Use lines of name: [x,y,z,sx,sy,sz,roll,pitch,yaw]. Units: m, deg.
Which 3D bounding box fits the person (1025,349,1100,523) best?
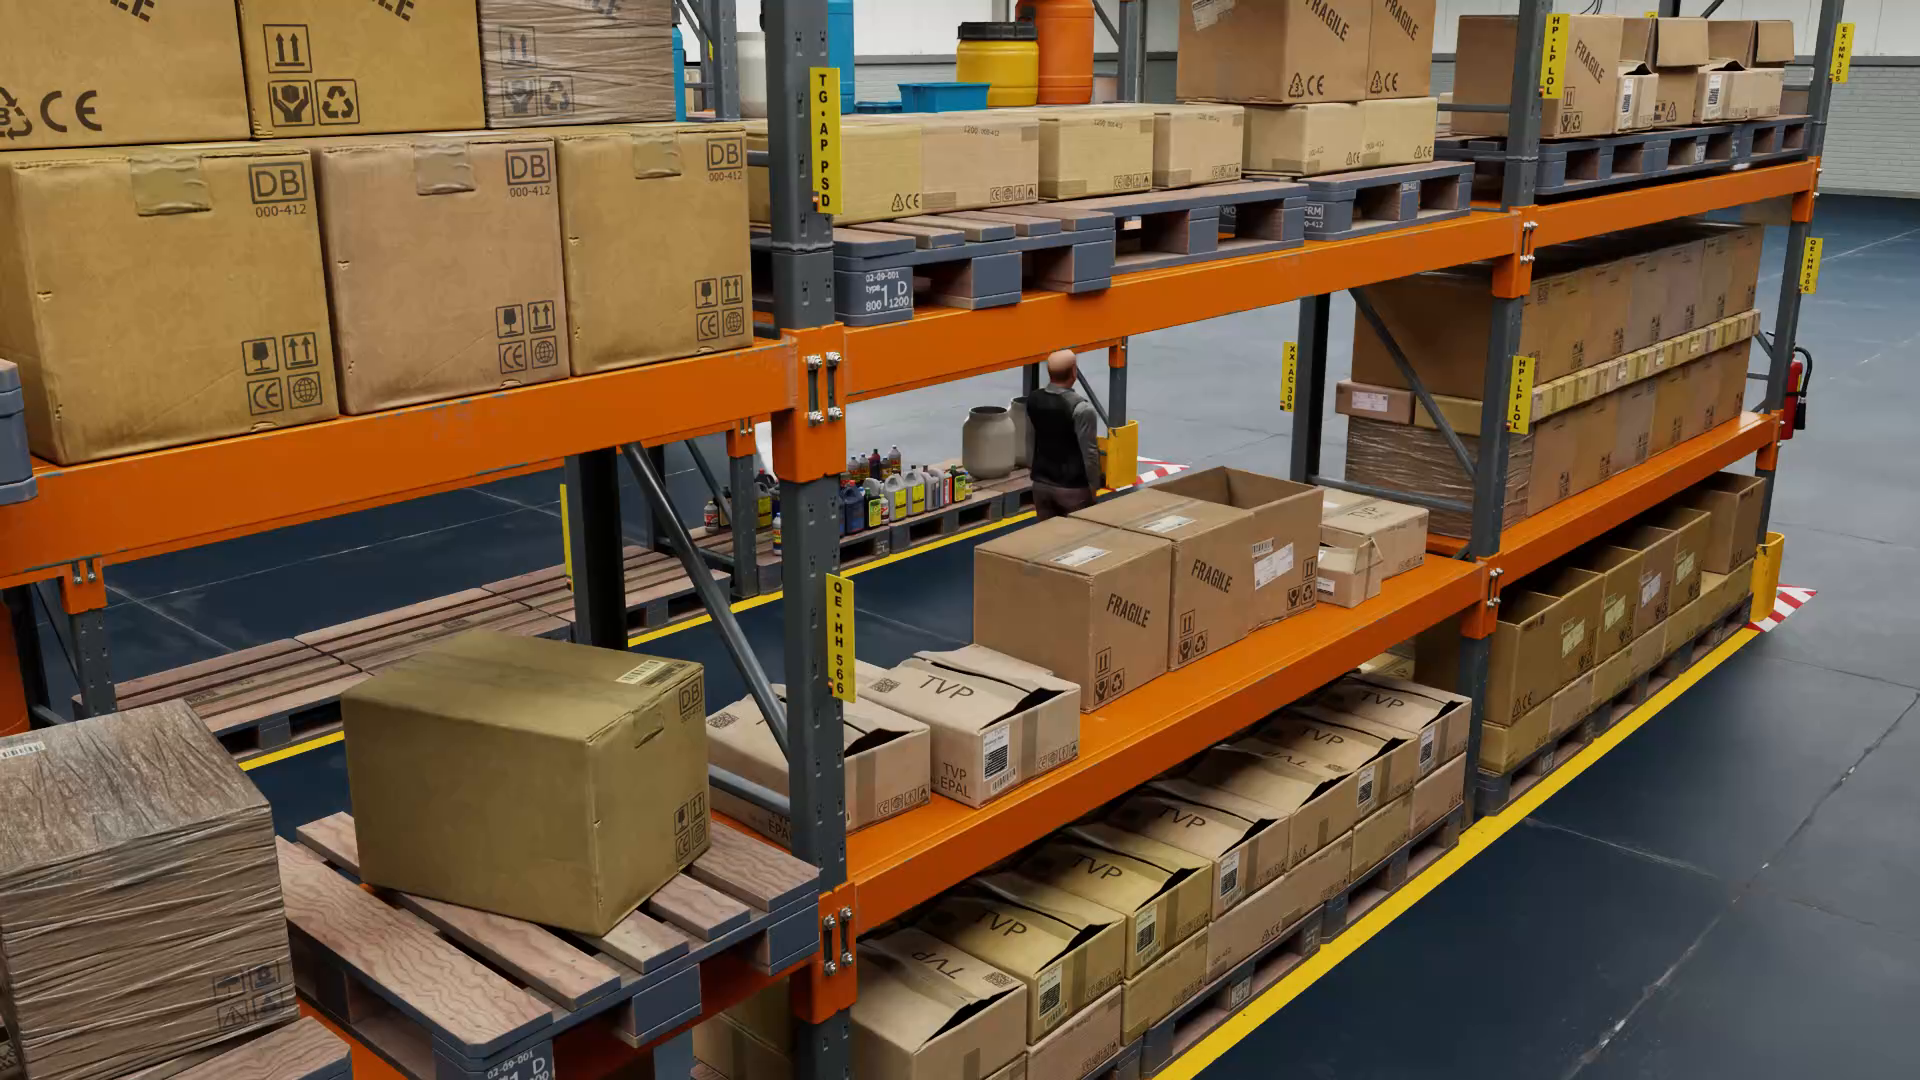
person: [0.632,-0.319,10.157,0.532,1.722,0.358,15,22,41]
